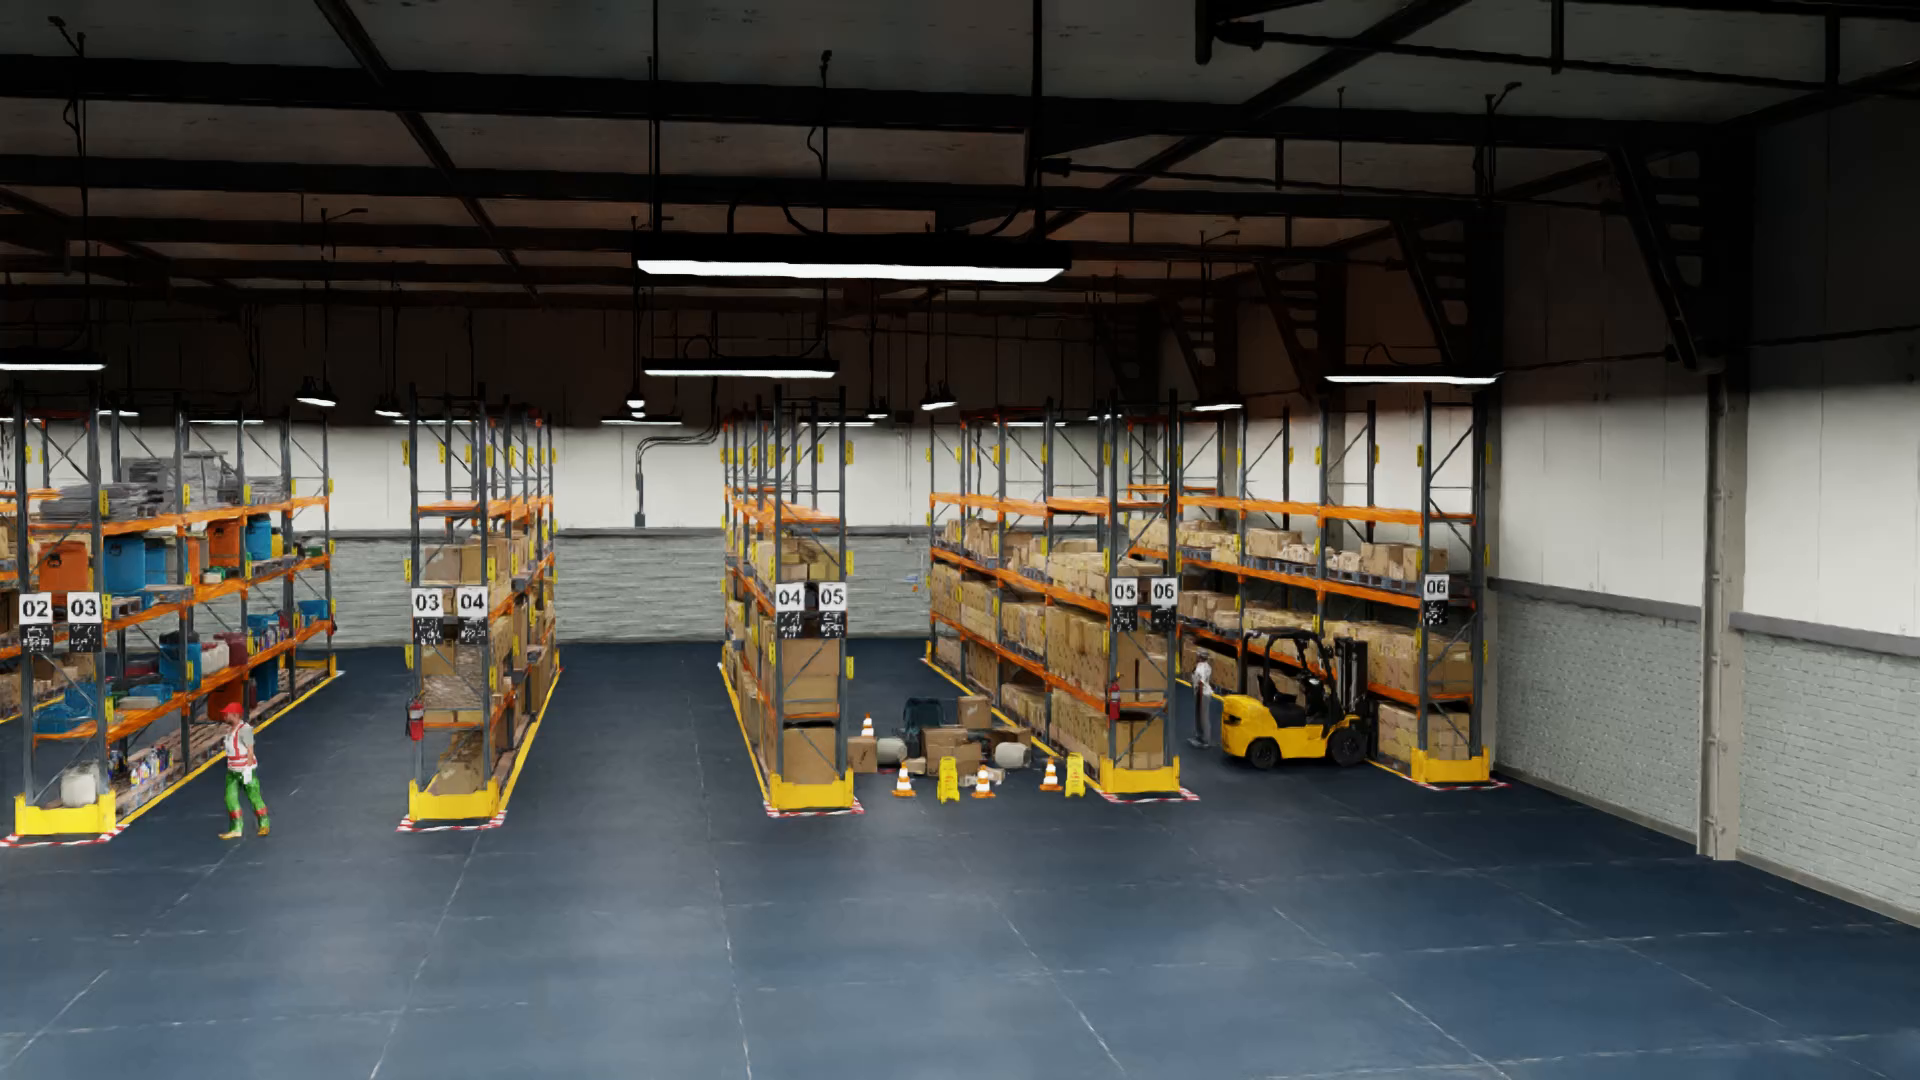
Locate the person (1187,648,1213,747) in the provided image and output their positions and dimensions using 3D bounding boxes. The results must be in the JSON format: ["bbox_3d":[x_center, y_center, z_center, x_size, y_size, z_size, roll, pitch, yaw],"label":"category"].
[{"bbox_3d":[4.134,2.704,28.668,0.465,1.674,0.498,1,3,19],"label":"person"}]

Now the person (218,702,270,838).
[{"bbox_3d":[-9.426,3.012,21.858,0.569,1.780,0.599,2,4,36],"label":"person"}]
